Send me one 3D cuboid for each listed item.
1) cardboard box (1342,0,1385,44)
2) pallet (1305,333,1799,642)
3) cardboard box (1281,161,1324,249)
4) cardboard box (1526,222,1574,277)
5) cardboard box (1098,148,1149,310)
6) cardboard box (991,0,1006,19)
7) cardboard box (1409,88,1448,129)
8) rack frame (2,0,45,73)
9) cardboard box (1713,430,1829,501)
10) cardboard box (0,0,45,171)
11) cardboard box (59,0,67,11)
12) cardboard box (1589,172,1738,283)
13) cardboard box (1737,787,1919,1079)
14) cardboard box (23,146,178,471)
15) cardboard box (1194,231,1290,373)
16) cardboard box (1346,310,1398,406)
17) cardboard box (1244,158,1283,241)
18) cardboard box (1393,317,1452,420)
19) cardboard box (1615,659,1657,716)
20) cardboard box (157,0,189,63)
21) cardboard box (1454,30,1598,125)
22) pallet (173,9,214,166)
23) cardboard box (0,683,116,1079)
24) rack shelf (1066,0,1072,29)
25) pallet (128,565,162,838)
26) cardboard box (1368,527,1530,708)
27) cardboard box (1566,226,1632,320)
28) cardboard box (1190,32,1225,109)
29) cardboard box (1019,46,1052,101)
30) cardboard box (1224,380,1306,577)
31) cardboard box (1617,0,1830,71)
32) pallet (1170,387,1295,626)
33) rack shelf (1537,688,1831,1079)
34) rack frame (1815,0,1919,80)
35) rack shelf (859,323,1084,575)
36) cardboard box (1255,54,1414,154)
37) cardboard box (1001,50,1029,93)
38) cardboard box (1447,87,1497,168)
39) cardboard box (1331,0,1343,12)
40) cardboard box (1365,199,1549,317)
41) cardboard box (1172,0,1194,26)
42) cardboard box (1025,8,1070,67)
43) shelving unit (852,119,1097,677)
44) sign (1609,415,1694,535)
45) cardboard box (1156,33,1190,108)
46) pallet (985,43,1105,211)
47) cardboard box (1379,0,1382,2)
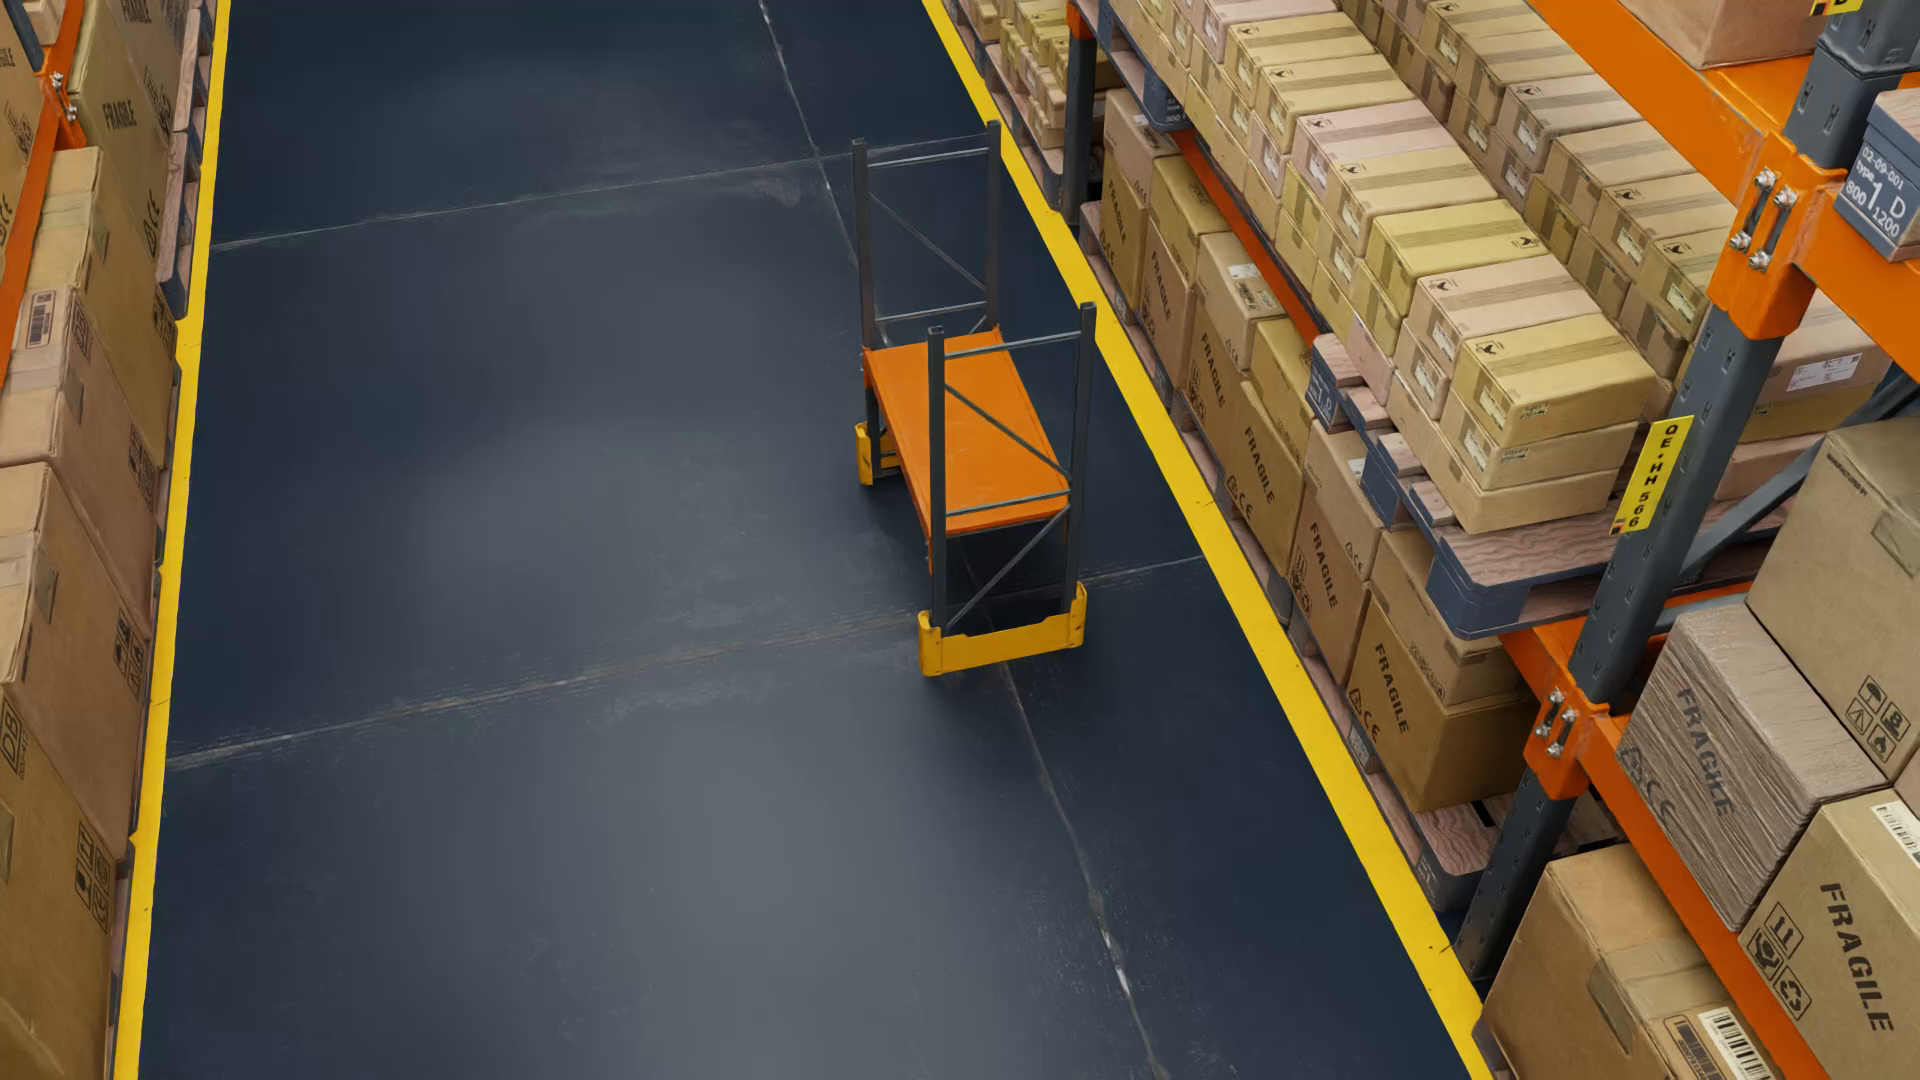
[{"bbox_3d":[1.527,-1.827,5.614,0.380,0.149,0.250,-13,47,-12],"label":"cardboard box"},{"bbox_3d":[1.704,-0.268,4.546,1.213,0.211,1.003,-11,47,-10],"label":"pallet"},{"bbox_3d":[1.158,-0.994,4.797,0.380,0.149,0.250,-11,47,-11],"label":"cardboard box"},{"bbox_3d":[1.861,-0.825,4.840,0.380,0.149,0.250,-9,46,-8],"label":"cardboard box"},{"bbox_3d":[0.898,-1.337,6.916,0.500,0.500,0.500,-9,46,-9],"label":"cardboard box"},{"bbox_3d":[0.357,-2.766,8.355,0.380,0.149,0.250,-10,46,-9],"label":"cardboard box"},{"bbox_3d":[1.663,-1.362,5.366,0.380,0.149,0.250,-12,47,-12],"label":"cardboard box"},{"bbox_3d":[-3.855,-1.787,5.901,1.000,3.000,0.127,-11,47,-10],"label":"rack frame"},{"bbox_3d":[2.070,-0.267,4.293,0.380,0.149,0.250,-11,47,-11],"label":"cardboard box"},{"bbox_3d":[-3.472,-1.549,5.598,0.500,0.500,0.500,-11,47,-10],"label":"cardboard box"},{"bbox_3d":[-3.677,-2.145,6.428,0.380,0.149,0.250,-12,47,-12],"label":"cardboard box"},{"bbox_3d":[1.928,-0.839,4.438,0.380,0.149,0.250,-11,47,-11],"label":"cardboard box"},{"bbox_3d":[1.976,0.813,3.283,0.500,0.500,0.500,-11,47,-11],"label":"cardboard box"},{"bbox_3d":[-3.672,-0.752,6.080,1.225,0.875,0.875,-11,47,-10],"label":"cardboard box"},{"bbox_3d":[1.164,-0.880,5.943,0.500,0.250,0.500,-9,46,-9],"label":"cardboard box"},{"bbox_3d":[1.290,-0.527,4.548,0.380,0.149,0.250,-10,46,-10],"label":"cardboard box"},{"bbox_3d":[1.095,-1.064,5.075,0.380,0.149,0.250,-9,46,-9],"label":"cardboard box"},{"bbox_3d":[1.353,-0.467,4.281,0.380,0.149,0.250,-9,46,-9],"label":"cardboard box"},{"bbox_3d":[2.055,0.331,5.282,0.500,0.500,0.500,-13,47,-12],"label":"cardboard box"},{"bbox_3d":[-4.405,-2.896,8.182,0.875,0.875,0.875,-11,47,-10],"label":"cardboard box"},{"bbox_3d":[1.720,-1.391,4.978,0.380,0.149,0.250,-9,46,-9],"label":"cardboard box"},{"bbox_3d":[-4.290,-2.194,8.252,1.003,0.211,1.213,-11,47,-10],"label":"pallet"},{"bbox_3d":[-2.988,1.091,4.274,1.225,0.875,0.875,-13,47,-12],"label":"cardboard box"},{"bbox_3d":[0.453,-3.753,8.331,1.077,0.370,4.000,-11,47,-10],"label":"rack shelf"},{"bbox_3d":[-3.269,0.552,5.561,1.003,0.211,1.213,-11,47,-10],"label":"pallet"},{"bbox_3d":[1.561,0.179,4.905,0.500,0.250,0.500,-12,47,-11],"label":"cardboard box"},{"bbox_3d":[1.917,-0.766,4.574,0.380,0.149,0.250,-12,47,-12],"label":"cardboard box"},{"bbox_3d":[0.962,-1.526,5.319,0.380,0.149,0.250,-11,47,-11],"label":"cardboard box"},{"bbox_3d":[0.496,-2.221,7.820,0.380,0.149,0.250,-13,47,-12],"label":"cardboard box"},{"bbox_3d":[1.288,-0.262,5.863,0.500,0.500,0.500,-13,47,-12],"label":"cardboard box"},{"bbox_3d":[1.597,-1.295,3.249,0.500,0.500,0.500,-11,47,-10],"label":"cardboard box"},{"bbox_3d":[1.482,-0.267,6.364,1.003,0.211,1.213,-11,47,-10],"label":"pallet"},{"bbox_3d":[2.501,1.770,2.918,1.077,0.370,4.000,-11,47,-10],"label":"rack shelf"},{"bbox_3d":[1.989,-1.962,1.872,1.000,3.000,0.127,-11,47,-10],"label":"rack frame"},{"bbox_3d":[0.022,-0.340,5.785,0.538,0.185,1.000,-11,47,-10],"label":"rack shelf"},{"bbox_3d":[1.092,-1.277,4.867,0.380,0.149,0.250,-9,46,-8],"label":"cardboard box"},{"bbox_3d":[0.420,-2.347,8.152,0.380,0.149,0.250,-12,47,-12],"label":"cardboard box"},{"bbox_3d":[1.728,-1.285,5.082,0.380,0.149,0.250,-11,47,-11],"label":"cardboard box"},{"bbox_3d":[1.451,-1.920,5.913,0.380,0.149,0.250,-13,47,-12],"label":"cardboard box"},{"bbox_3d":[1.291,-0.739,4.339,0.380,0.149,0.250,-9,46,-9],"label":"cardboard box"},{"bbox_3d":[0.889,-1.817,5.396,0.380,0.149,0.250,-11,47,-11],"label":"cardboard box"},{"bbox_3d":[0.519,-2.348,7.737,0.380,0.149,0.250,-10,46,-10],"label":"cardboard box"},{"bbox_3d":[0.020,-0.472,5.663,0.587,1.500,1.083,-11,47,-10],"label":"shelving unit"},{"bbox_3d":[1.467,-0.134,3.526,0.100,0.325,0.005,-11,47,-10],"label":"sign"},{"bbox_3d":[0.887,-1.614,5.613,0.380,0.149,0.250,-13,47,-12],"label":"cardboard box"},{"bbox_3d":[0.759,-2.105,8.165,1.003,0.211,1.213,-11,47,-10],"label":"pallet"},{"bbox_3d":[1.517,-1.934,5.510,0.380,0.149,0.250,-12,47,-12],"label":"cardboard box"}]
